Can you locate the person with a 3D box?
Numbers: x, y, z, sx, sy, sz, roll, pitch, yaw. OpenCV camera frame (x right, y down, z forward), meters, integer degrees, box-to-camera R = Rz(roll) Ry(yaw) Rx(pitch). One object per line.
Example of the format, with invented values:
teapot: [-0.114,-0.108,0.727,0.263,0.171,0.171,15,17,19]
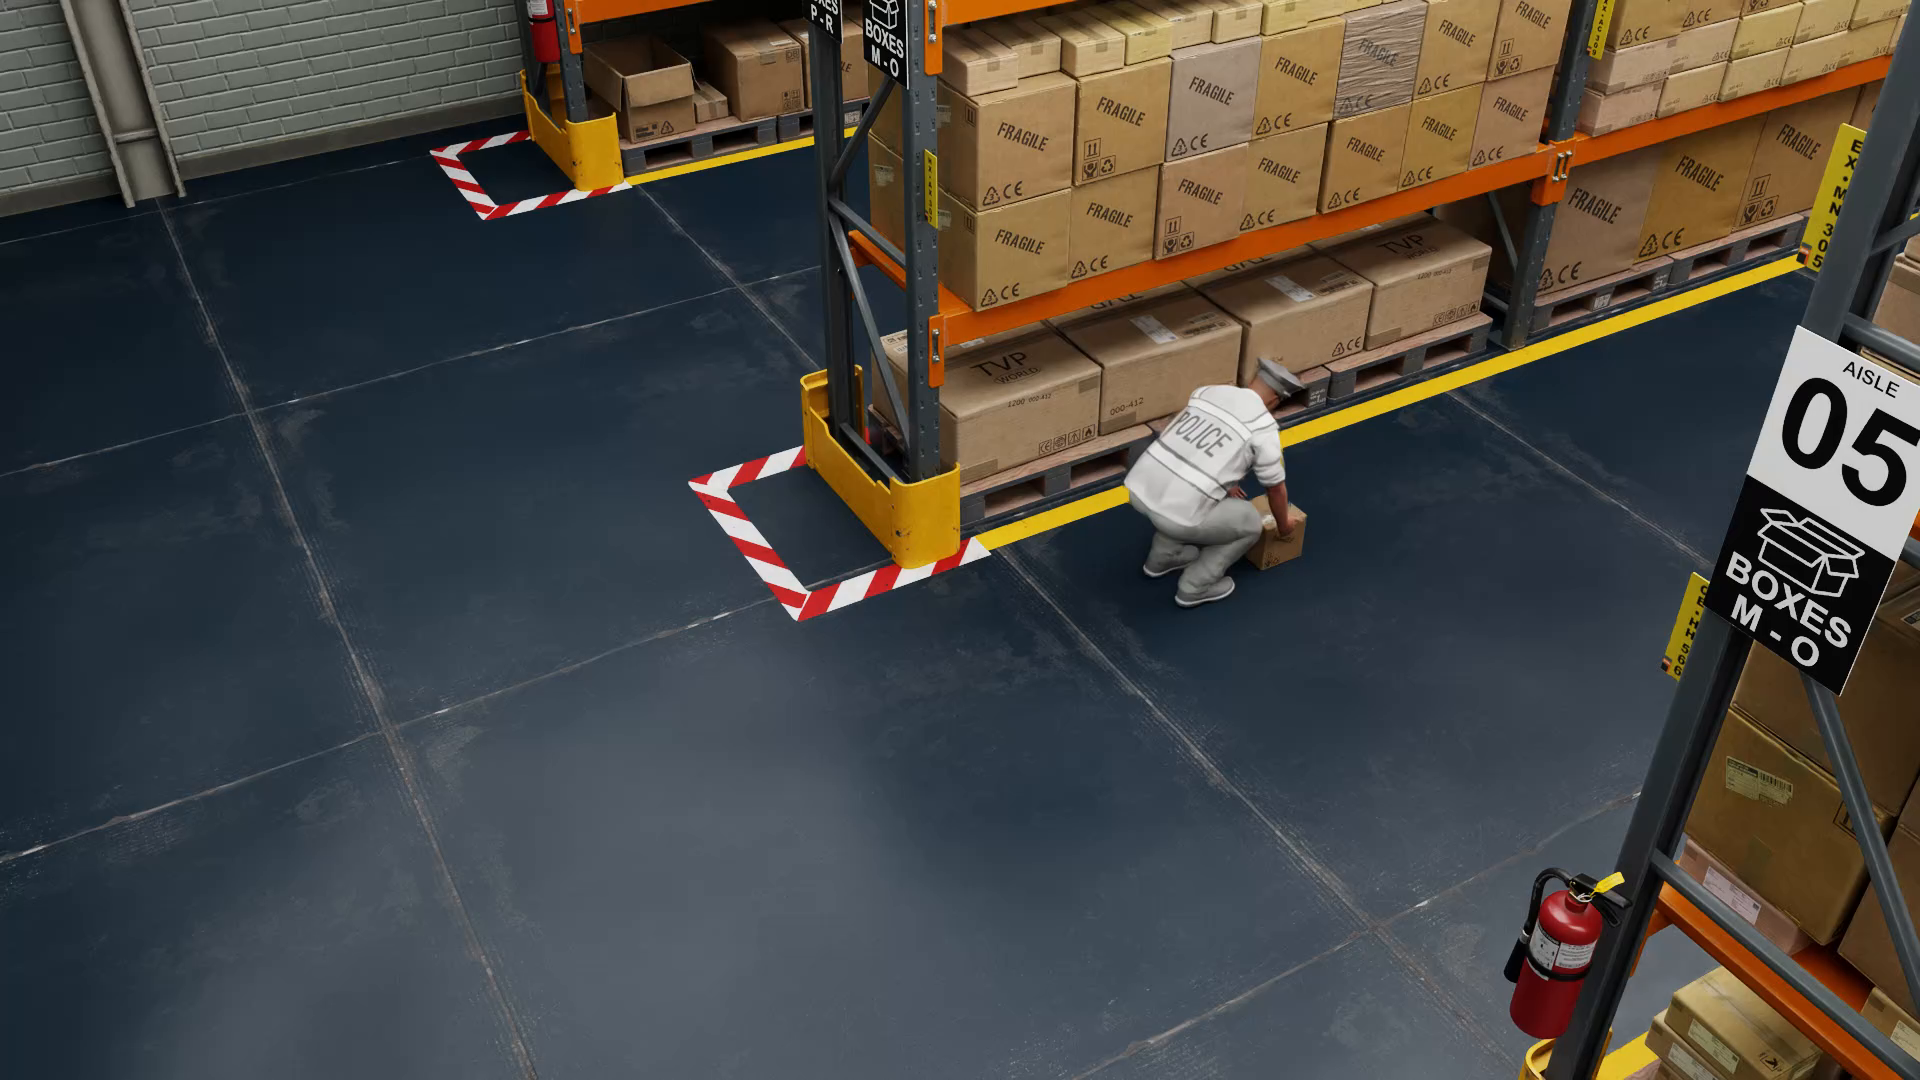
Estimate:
person: [1.201,-0.285,7.879,0.933,1.075,0.571,-19,41,-24]
